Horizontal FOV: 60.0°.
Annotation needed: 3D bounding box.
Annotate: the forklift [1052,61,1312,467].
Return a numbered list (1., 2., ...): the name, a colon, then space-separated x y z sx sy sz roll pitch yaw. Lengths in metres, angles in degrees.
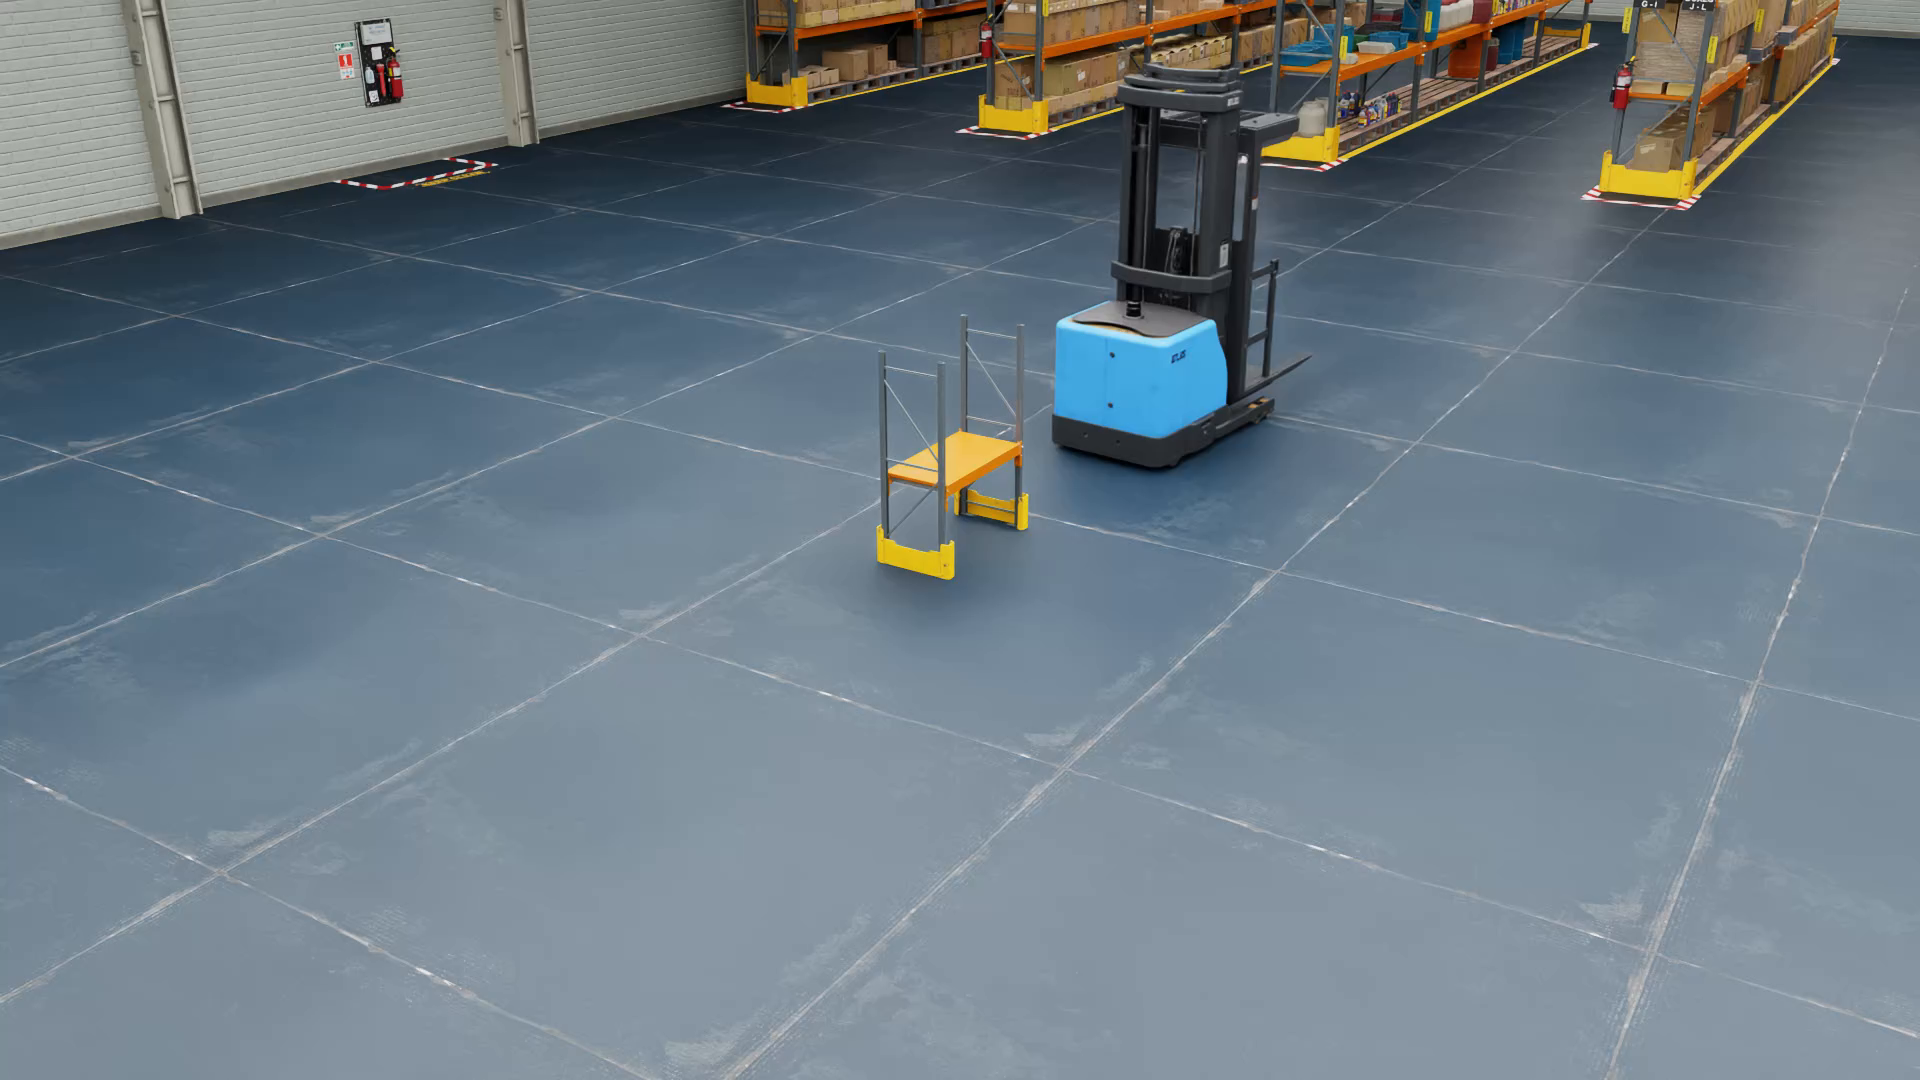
1. forklift: 2.025 -2.429 13.671 1.130 2.935 3.031 17 28 33

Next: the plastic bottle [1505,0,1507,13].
1. plastic bottle: 10.338 -10.155 31.594 0.097 0.271 0.097 0 23 0

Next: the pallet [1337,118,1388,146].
1. pallet: 6.172 -6.562 26.643 1.003 0.211 1.213 14 27 29

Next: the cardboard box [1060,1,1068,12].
1. cardboard box: 1.548 -8.767 27.283 0.380 0.149 0.250 14 27 29

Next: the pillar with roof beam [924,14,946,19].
1. pillar with roof beam: 3.134 -13.493 31.591 9.100 9.000 0.400 14 27 29

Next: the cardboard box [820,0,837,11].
1. cardboard box: -2.546 -9.747 29.709 0.500 0.500 0.500 14 27 29

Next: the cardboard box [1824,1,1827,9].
1. cardboard box: 16.620 -10.403 32.322 0.380 0.149 0.250 13 27 28

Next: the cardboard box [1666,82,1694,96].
1. cardboard box: 9.655 -6.016 22.188 0.380 0.149 0.250 14 27 29

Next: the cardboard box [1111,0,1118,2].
1. cardboard box: 2.498 -9.376 28.691 0.380 0.149 0.250 14 27 29

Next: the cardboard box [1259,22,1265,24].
1. cardboard box: 6.214 -10.806 35.528 0.500 0.500 0.500 14 27 30

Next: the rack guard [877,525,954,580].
1. rack guard: -0.303 0.079 11.253 0.587 0.250 0.087 14 27 29

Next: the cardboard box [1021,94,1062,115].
1. cardboard box: 1.360 -7.228 27.603 0.500 0.250 0.500 14 27 29

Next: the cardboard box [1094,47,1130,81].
1. cardboard box: 2.665 -8.419 29.410 0.500 0.500 0.500 14 27 29

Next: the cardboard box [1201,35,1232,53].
1. cardboard box: 5.041 -9.822 32.890 0.500 0.311 0.500 15 27 30

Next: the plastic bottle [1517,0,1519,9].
1. plastic bottle: 10.801 -10.419 32.293 0.097 0.201 0.097 0 23 0

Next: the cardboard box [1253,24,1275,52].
1. cardboard box: 6.402 -10.534 34.901 0.500 0.500 0.500 13 27 27

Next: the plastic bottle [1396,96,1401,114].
1. plastic bottle: 7.231 -7.197 27.465 0.061 0.283 0.133 15 28 32

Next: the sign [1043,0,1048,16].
1. sign: 1.356 -8.478 26.368 0.100 0.325 0.005 14 27 29

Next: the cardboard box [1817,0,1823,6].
1. cardboard box: 16.102 -10.307 31.597 0.500 0.250 0.500 13 27 28

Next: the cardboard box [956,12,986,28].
1. cardboard box: 0.208 -10.865 34.721 0.500 0.250 0.500 14 27 30

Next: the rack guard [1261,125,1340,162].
1. rack guard: 5.094 -6.012 25.007 1.175 0.500 0.348 14 27 29

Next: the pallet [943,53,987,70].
1. pallet: -0.160 -9.946 34.460 1.003 0.211 1.213 14 27 29

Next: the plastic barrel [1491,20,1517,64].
1. plastic barrel: 10.749 -9.984 33.150 0.600 0.901 0.708 14 27 29

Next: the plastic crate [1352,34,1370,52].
1. plastic crate: 6.248 -7.977 26.668 0.450 0.188 0.662 14 27 29

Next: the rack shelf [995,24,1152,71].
1. rack shelf: 1.943 -8.507 28.532 1.077 0.370 4.000 14 27 29

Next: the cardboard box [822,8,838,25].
1. cardboard box: -2.533 -9.416 29.889 0.500 0.250 0.500 13 27 27

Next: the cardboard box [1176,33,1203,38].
1. cardboard box: 4.582 -9.936 33.152 0.500 0.311 0.500 15 28 31

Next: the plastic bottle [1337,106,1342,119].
1. plastic bottle: 6.130 -6.925 26.939 0.097 0.201 0.097 0 23 0

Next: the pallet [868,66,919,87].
1. pallet: -1.537 -9.036 32.356 1.003 0.211 1.213 14 27 29

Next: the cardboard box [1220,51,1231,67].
1. cardboard box: 5.038 -9.565 33.001 0.500 0.250 0.500 15 27 30

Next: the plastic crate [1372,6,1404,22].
1. plastic crate: 7.200 -8.730 28.060 0.402 0.464 0.583 14 27 29

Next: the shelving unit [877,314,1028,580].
1. shelving unit: -0.040 -0.663 11.393 0.587 1.500 1.083 14 27 29

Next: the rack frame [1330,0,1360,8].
1. rack frame: 9.328 -13.563 39.304 1.000 3.000 0.127 14 27 29

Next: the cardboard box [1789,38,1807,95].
1. cardboard box: 14.380 -8.531 29.826 1.225 0.875 0.875 14 27 29

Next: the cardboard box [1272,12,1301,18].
1. cardboard box: 7.278 -11.519 37.176 0.500 0.500 0.500 14 27 29

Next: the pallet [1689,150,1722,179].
1. pallet: 10.445 -5.508 24.208 1.003 0.211 1.213 14 27 29

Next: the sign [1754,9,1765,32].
1. sign: 11.877 -7.721 24.721 0.100 0.325 0.005 14 27 29

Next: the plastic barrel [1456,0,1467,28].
1. plastic barrel: 8.731 -9.340 29.410 0.421 0.512 0.421 0 23 0

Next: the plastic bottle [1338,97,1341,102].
1. plastic bottle: 6.204 -7.132 27.315 0.061 0.283 0.133 15 28 31

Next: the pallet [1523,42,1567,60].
1. pallet: 12.422 -10.563 35.885 1.003 0.211 1.213 14 27 29

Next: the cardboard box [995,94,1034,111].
1. cardboard box: 0.920 -7.336 27.853 0.500 0.250 0.500 14 27 29

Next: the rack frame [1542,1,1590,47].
1. rack frame: 13.534 -12.523 36.903 1.000 3.000 0.127 14 27 29

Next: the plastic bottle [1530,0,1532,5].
1. plastic bottle: 11.298 -10.792 33.060 0.152 0.276 0.135 14 27 29

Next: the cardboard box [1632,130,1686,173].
1. cardboard box: 9.646 -5.338 22.923 0.500 0.500 0.500 20 30 38

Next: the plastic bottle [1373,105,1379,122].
1. plastic bottle: 6.656 -6.838 26.649 0.097 0.271 0.097 0 23 0

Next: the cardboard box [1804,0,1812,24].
1. cardboard box: 15.081 -9.623 30.077 0.500 0.500 0.500 14 27 28

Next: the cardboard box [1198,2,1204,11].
1. cardboard box: 4.483 -10.305 32.095 0.380 0.149 0.250 16 28 33

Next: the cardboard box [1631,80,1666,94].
1. cardboard box: 9.277 -6.109 22.403 0.380 0.149 0.250 14 27 29

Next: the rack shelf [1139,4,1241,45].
1. rack shelf: 4.053 -9.857 31.650 1.077 0.370 4.000 14 27 29

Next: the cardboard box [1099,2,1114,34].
1. cardboard box: 2.229 -9.059 28.776 0.700 0.500 0.500 14 27 30

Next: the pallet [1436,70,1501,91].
1. pallet: 9.695 -8.818 31.855 1.003 0.211 1.213 14 27 29

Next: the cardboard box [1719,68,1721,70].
1. cardboard box: 10.548 -6.614 23.569 0.380 0.149 0.250 14 27 29

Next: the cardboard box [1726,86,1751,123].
1. cardboard box: 12.317 -7.039 26.826 0.700 0.500 0.500 11 26 24

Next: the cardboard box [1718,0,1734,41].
1. cardboard box: 10.093 -7.022 22.437 0.500 0.500 0.500 14 27 29

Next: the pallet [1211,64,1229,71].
1. pallet: 4.641 -9.313 32.998 1.003 0.211 1.213 14 27 29
